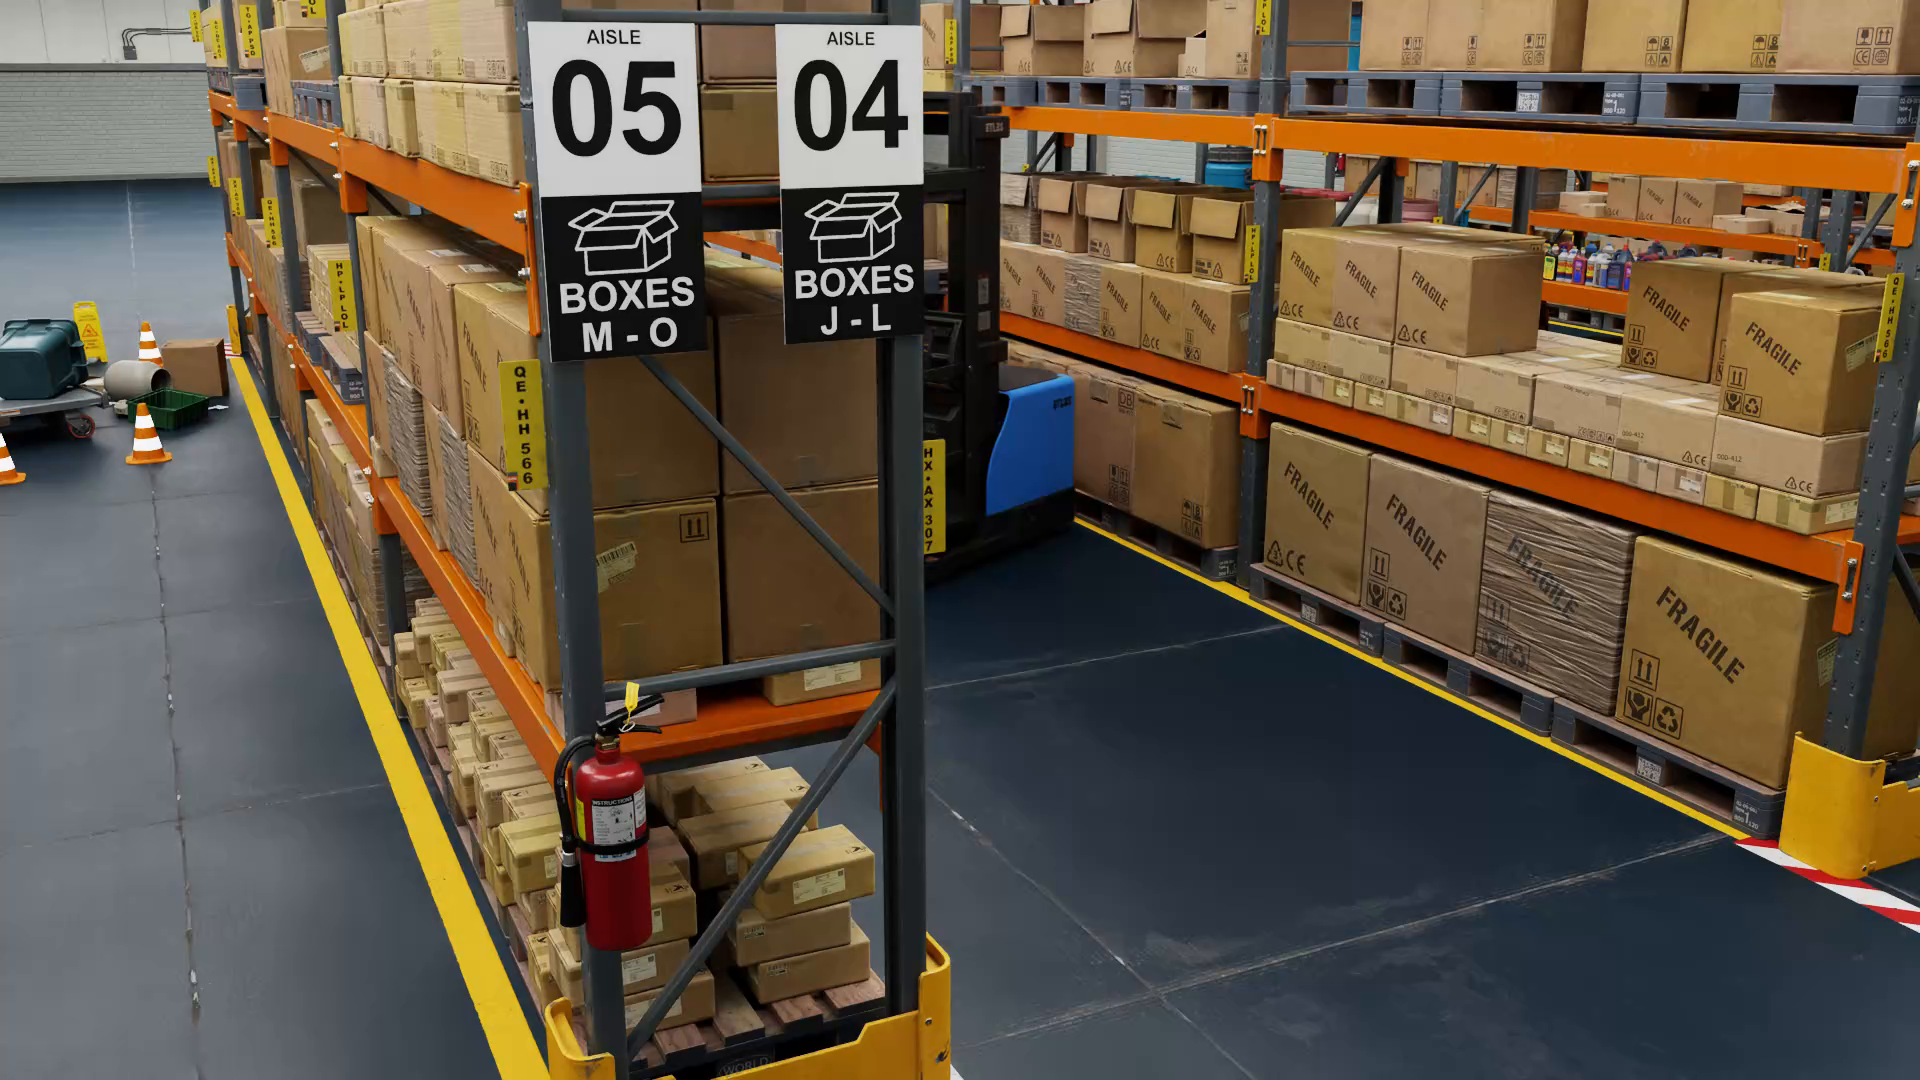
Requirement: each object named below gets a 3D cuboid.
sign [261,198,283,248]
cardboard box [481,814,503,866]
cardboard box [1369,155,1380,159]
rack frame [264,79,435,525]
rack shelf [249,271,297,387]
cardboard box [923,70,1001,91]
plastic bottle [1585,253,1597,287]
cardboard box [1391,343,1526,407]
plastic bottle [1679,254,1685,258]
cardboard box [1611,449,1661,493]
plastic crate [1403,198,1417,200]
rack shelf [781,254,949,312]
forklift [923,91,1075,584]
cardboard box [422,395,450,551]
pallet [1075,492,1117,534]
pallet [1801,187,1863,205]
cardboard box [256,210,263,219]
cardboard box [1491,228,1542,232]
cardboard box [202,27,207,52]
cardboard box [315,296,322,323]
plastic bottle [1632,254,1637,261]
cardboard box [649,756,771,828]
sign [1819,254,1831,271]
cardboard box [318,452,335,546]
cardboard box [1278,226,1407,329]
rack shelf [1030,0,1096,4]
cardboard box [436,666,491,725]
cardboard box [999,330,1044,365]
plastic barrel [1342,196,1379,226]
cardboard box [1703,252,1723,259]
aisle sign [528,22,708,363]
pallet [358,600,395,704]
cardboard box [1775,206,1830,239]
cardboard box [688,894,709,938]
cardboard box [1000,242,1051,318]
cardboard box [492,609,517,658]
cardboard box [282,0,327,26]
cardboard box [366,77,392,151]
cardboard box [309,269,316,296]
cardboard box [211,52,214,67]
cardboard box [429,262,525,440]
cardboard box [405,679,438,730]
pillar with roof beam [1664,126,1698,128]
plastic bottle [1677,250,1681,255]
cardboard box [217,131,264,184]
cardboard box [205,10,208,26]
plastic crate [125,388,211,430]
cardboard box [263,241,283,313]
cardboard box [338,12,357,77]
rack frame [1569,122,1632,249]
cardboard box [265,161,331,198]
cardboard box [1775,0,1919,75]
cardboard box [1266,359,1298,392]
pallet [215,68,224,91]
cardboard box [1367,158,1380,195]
[{"bbox_3d":[-4.577,-2.109,11.064,0.100,0.325,0.005,-8,18,-25],"label":"sign"},{"bbox_3d":[-1.530,1.037,6.068,0.380,0.149,0.250,-7,18,-24],"label":"cardboard box"},{"bbox_3d":[6.030,-5.484,23.566,0.380,0.149,0.250,-8,18,-25],"label":"cardboard box"},{"bbox_3d":[-4.079,-1.621,11.460,1.000,3.000,0.127,-8,18,-25],"label":"rack frame"},{"bbox_3d":[-4.956,-1.771,13.287,1.077,0.370,4.000,-8,18,-25],"label":"rack shelf"},{"bbox_3d":[-0.005,-3.653,13.376,0.500,0.250,0.500,-8,18,-25],"label":"cardboard box"},{"bbox_3d":[5.307,-2.267,13.945,0.097,0.271,0.097,0,16,0],"label":"plastic bottle"},{"bbox_3d":[2.592,-0.874,8.591,0.500,0.250,0.500,-7,18,-24],"label":"cardboard box"},{"bbox_3d":[6.020,-2.251,13.889,0.097,0.271,0.097,0,16,0],"label":"plastic bottle"},{"bbox_3d":[3.143,-0.328,7.411,0.380,0.149,0.250,-7,18,-24],"label":"cardboard box"},{"bbox_3d":[4.443,-3.262,17.063,0.402,0.464,0.583,-8,18,-25],"label":"plastic crate"},{"bbox_3d":[-0.453,-2.345,15.289,1.077,0.370,4.000,-8,18,-25],"label":"rack shelf"},{"bbox_3d":[-0.504,-1.250,10.292,1.130,2.935,3.031,12,20,36],"label":"forklift"},{"bbox_3d":[-1.664,-0.286,6.089,0.500,0.500,0.500,-7,17,-22],"label":"cardboard box"},{"bbox_3d":[1.232,-0.348,12.080,1.003,0.211,1.213,-8,18,-25],"label":"pallet"},{"bbox_3d":[12.233,-4.683,22.480,1.003,0.211,1.213,-8,18,-25],"label":"pallet"},{"bbox_3d":[-6.004,-2.775,15.209,0.875,0.550,0.550,-8,18,-25],"label":"cardboard box"},{"bbox_3d":[7.430,-3.899,22.265,0.500,0.500,0.500,-8,18,-25],"label":"cardboard box"},{"bbox_3d":[-7.604,-5.216,17.342,0.500,0.250,0.500,-8,18,-25],"label":"cardboard box"},{"bbox_3d":[-3.948,-1.500,10.733,0.380,0.149,0.250,-7,17,-22],"label":"cardboard box"},{"bbox_3d":[5.870,-2.392,14.509,0.097,0.201,0.097,0,16,0],"label":"plastic bottle"},{"bbox_3d":[-0.906,0.891,6.035,0.380,0.149,0.250,-9,18,-28],"label":"cardboard box"},{"bbox_3d":[6.133,-1.869,11.823,0.100,0.325,0.005,-8,18,-25],"label":"sign"},{"bbox_3d":[-3.776,-0.291,10.595,0.500,0.500,0.500,-7,18,-24],"label":"cardboard box"},{"bbox_3d":[2.156,-1.485,9.360,0.500,0.500,0.500,-8,18,-25],"label":"cardboard box"},{"bbox_3d":[2.247,-6.627,20.058,1.077,0.370,4.000,-8,18,-25],"label":"rack shelf"},{"bbox_3d":[-1.967,0.631,6.941,0.380,0.149,0.250,-7,18,-24],"label":"cardboard box"},{"bbox_3d":[0.707,-1.202,13.091,1.225,0.875,0.875,-9,18,-27],"label":"cardboard box"},{"bbox_3d":[4.049,-3.181,16.695,0.421,0.512,0.421,0,16,0],"label":"plastic barrel"},{"bbox_3d":[11.346,-4.223,24.898,0.380,0.149,0.250,-9,18,-29],"label":"cardboard box"},{"bbox_3d":[-0.812,-0.832,4.000,0.394,0.787,0.004,-8,18,-25],"label":"aisle sign"},{"bbox_3d":[-2.670,0.519,9.061,1.003,0.211,1.213,-8,18,-25],"label":"pallet"},{"bbox_3d":[9.210,-3.444,17.975,0.500,0.311,0.500,-6,17,-21],"label":"cardboard box"},{"bbox_3d":[-0.820,1.247,5.874,0.380,0.149,0.250,-7,18,-24],"label":"cardboard box"},{"bbox_3d":[0.620,-1.962,12.468,0.500,0.500,0.500,-8,18,-26],"label":"cardboard box"},{"bbox_3d":[-1.303,0.250,5.397,0.380,0.149,0.250,-7,17,-23],"label":"cardboard box"},{"bbox_3d":[-3.777,-3.159,9.812,0.396,0.266,0.258,-8,18,-25],"label":"cardboard box"},{"bbox_3d":[-1.923,-1.597,6.212,0.500,0.250,0.500,-7,17,-23],"label":"cardboard box"},{"bbox_3d":[-4.048,-1.701,10.894,0.380,0.149,0.250,-7,17,-22],"label":"cardboard box"},{"bbox_3d":[-7.169,-4.739,16.400,0.380,0.149,0.250,-8,18,-25],"label":"cardboard box"},{"bbox_3d":[-1.457,-0.645,5.529,0.500,0.500,0.500,-7,17,-22],"label":"cardboard box"},{"bbox_3d":[-2.340,0.735,7.659,0.380,0.149,0.250,-7,17,-23],"label":"cardboard box"},{"bbox_3d":[7.491,-8.269,23.750,9.100,9.000,0.400,-8,18,-25],"label":"pillar with roof beam"},{"bbox_3d":[6.077,-2.326,14.131,0.061,0.283,0.133,-8,18,-25],"label":"plastic bottle"},{"bbox_3d":[-7.457,-4.099,17.866,0.875,0.550,0.550,-8,18,-25],"label":"cardboard box"},{"bbox_3d":[-7.280,-5.185,16.510,0.380,0.149,0.250,-8,18,-26],"label":"cardboard box"},{"bbox_3d":[-7.086,-1.173,14.895,0.450,0.188,0.662,11,16,1],"label":"plastic crate"},{"bbox_3d":[-4.954,-1.996,12.586,0.500,0.500,0.500,-8,18,-26],"label":"cardboard box"},{"bbox_3d":[-2.332,-2.090,7.025,0.500,0.250,0.500,-7,17,-23],"label":"cardboard box"},{"bbox_3d":[10.277,-5.974,26.631,1.000,3.000,0.127,-8,18,-25],"label":"rack frame"},{"bbox_3d":[-5.382,-2.891,13.894,0.700,0.500,0.500,-8,18,-26],"label":"cardboard box"},{"bbox_3d":[3.652,-2.074,6.476,0.700,0.500,0.500,-9,18,-28],"label":"cardboard box"},{"bbox_3d":[2.006,-0.969,9.644,0.380,0.149,0.250,-8,18,-25],"label":"cardboard box"},{"bbox_3d":[-6.711,-4.518,16.279,1.003,0.211,1.213,-8,18,-25],"label":"pallet"},{"bbox_3d":[6.253,-5.176,23.668,0.700,0.500,0.500,-7,17,-23],"label":"cardboard box"}]
